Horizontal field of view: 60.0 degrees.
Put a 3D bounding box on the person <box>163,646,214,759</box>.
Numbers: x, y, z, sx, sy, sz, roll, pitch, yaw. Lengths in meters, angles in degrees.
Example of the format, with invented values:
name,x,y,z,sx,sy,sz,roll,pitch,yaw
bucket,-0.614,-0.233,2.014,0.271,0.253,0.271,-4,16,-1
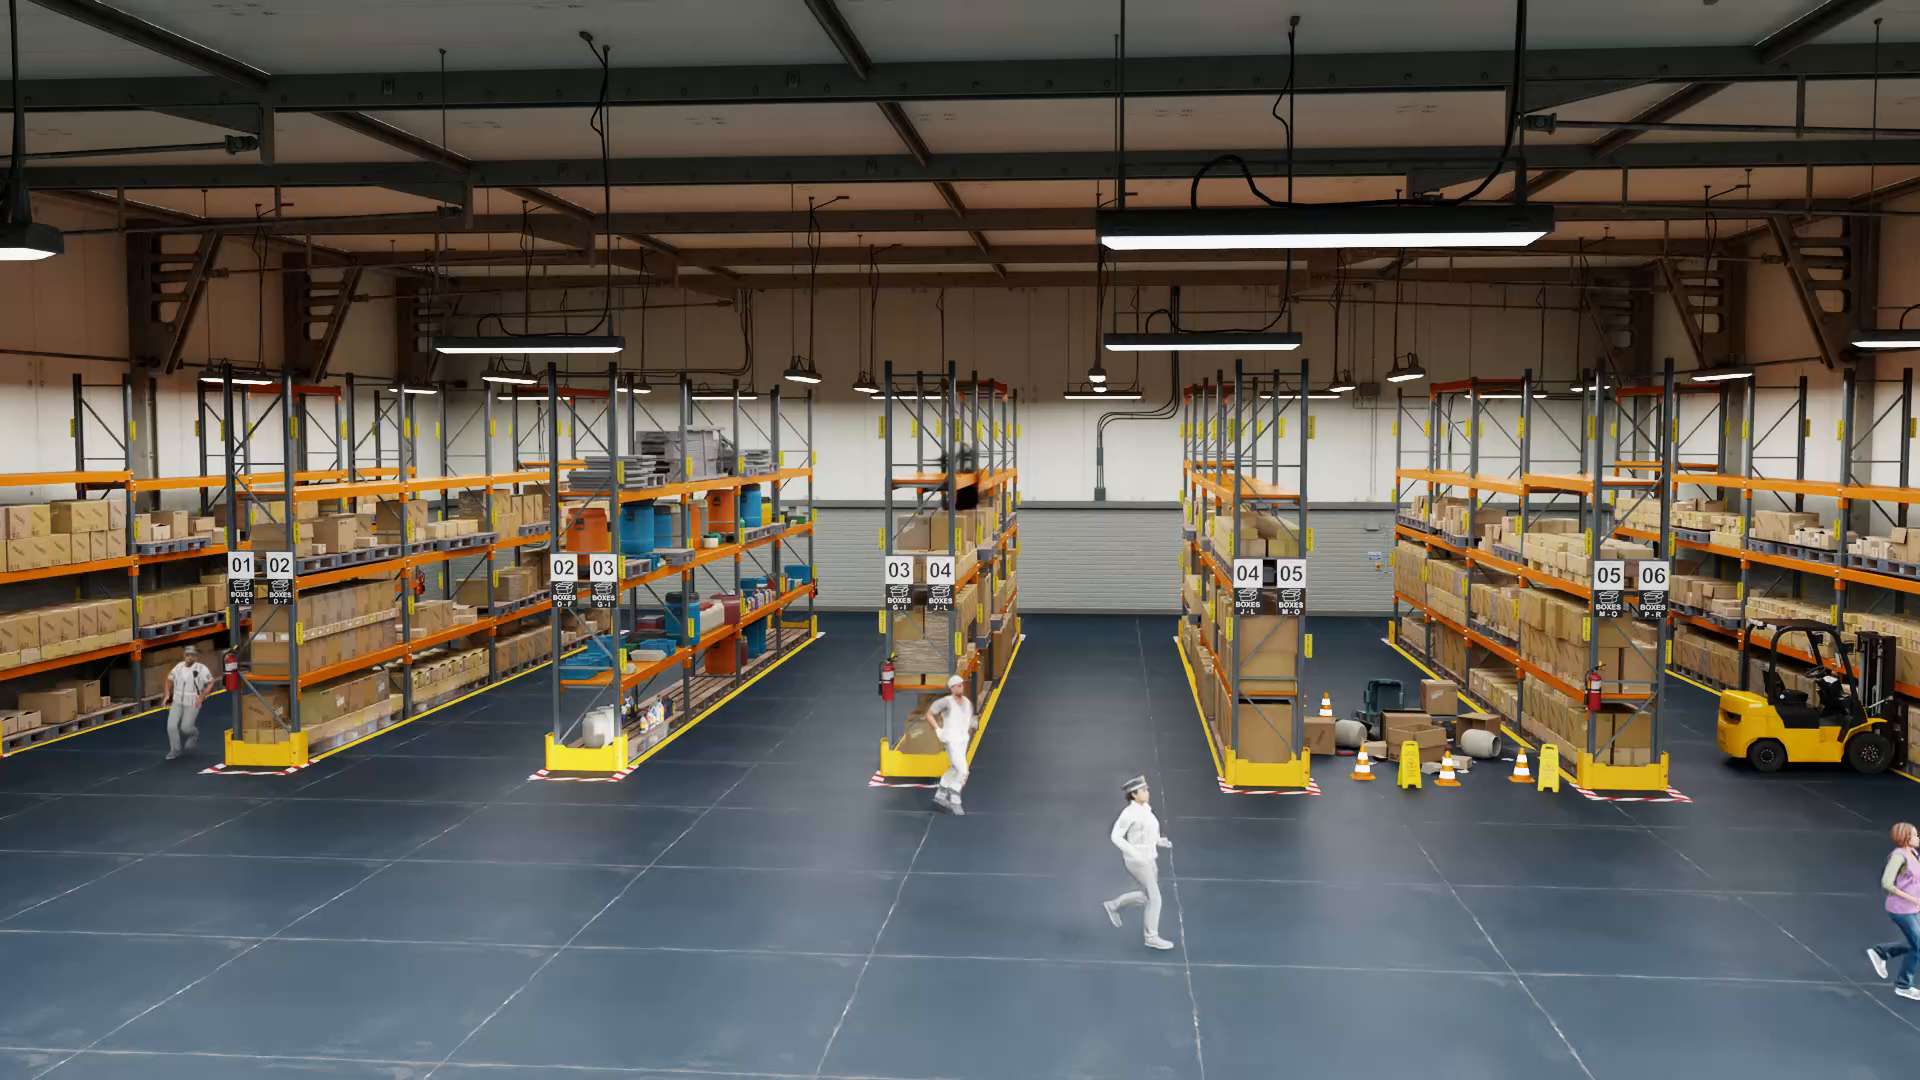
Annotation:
name,x,y,z,sx,sy,sz,roll,pitch,yaw
person,-11.868,2.478,25.593,0.704,1.731,0.557,0,4,-3

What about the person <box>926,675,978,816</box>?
name,x,y,z,sx,sy,sz,roll,pitch,yaw
person,-0.065,2.685,21.813,0.707,1.830,0.643,3,5,42

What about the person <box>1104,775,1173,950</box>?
name,x,y,z,sx,sy,sz,roll,pitch,yaw
person,1.720,3.106,16.173,0.767,1.660,0.625,2,4,30

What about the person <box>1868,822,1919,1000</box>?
name,x,y,z,sx,sy,sz,roll,pitch,yaw
person,8.319,3.259,14.703,0.534,1.546,0.565,-3,5,-41
